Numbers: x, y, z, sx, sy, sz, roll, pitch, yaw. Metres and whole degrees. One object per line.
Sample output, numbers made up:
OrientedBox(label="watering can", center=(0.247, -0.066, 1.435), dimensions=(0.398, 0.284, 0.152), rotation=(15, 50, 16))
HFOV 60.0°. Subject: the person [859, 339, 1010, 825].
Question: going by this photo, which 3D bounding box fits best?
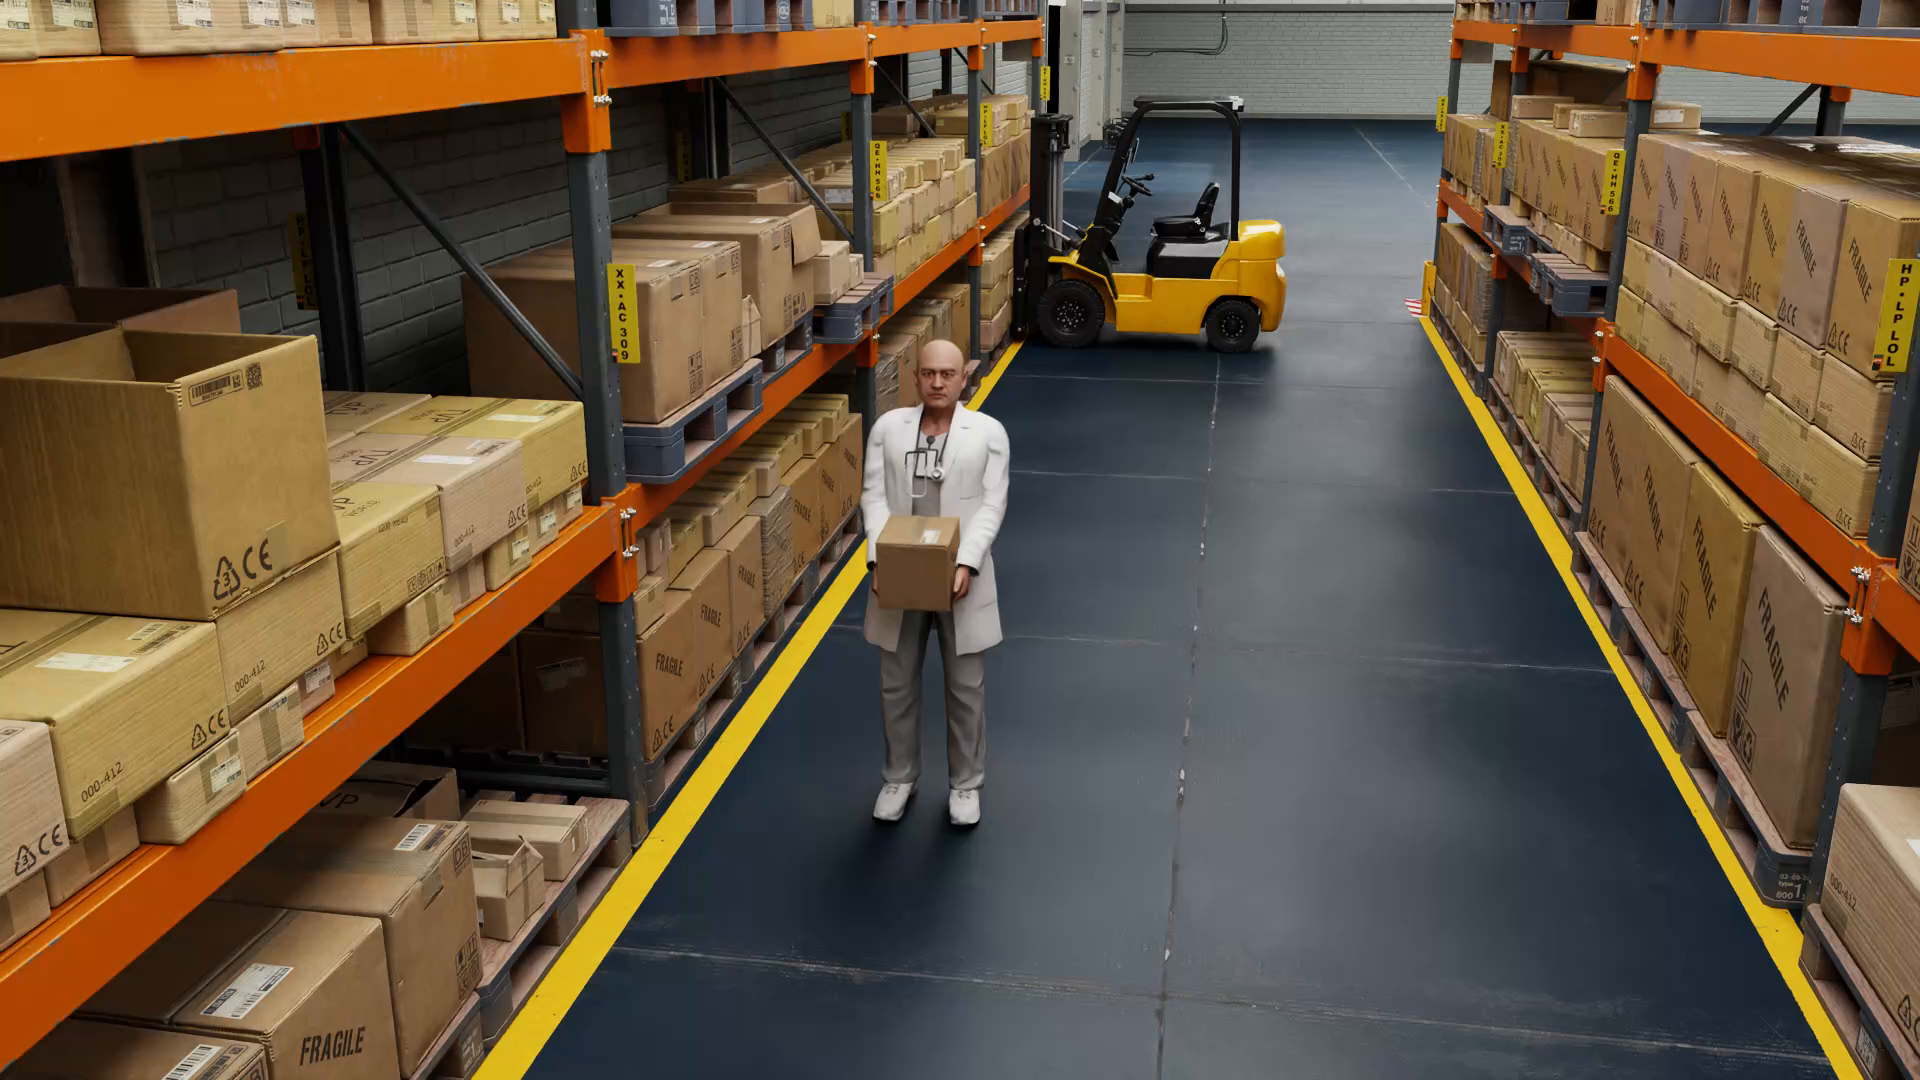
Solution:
OrientedBox(label="person", center=(-0.109, 0.187, 5.983), dimensions=(0.537, 1.777, 0.548), rotation=(3, 18, 9))
